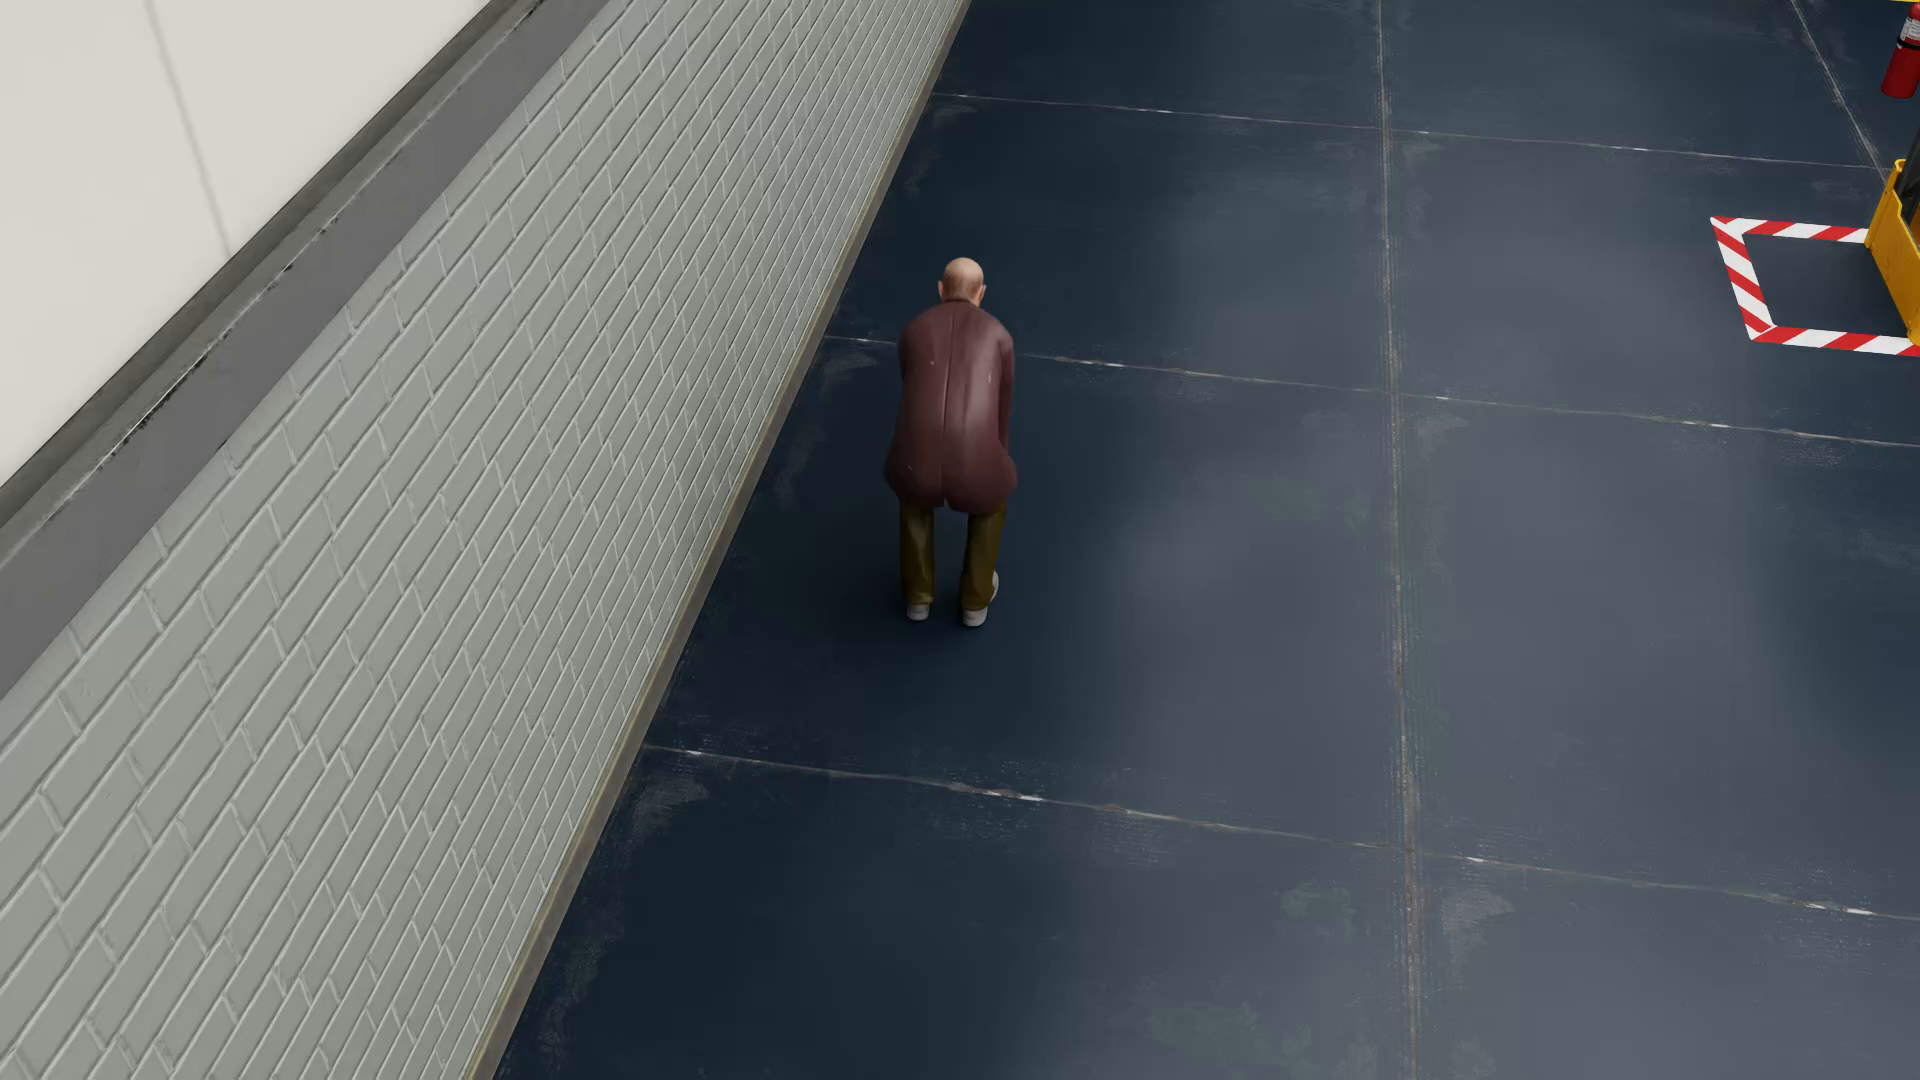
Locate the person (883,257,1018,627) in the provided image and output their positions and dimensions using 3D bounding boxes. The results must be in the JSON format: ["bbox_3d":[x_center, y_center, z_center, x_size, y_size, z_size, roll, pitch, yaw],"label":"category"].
[{"bbox_3d":[-0.014,-0.393,6.947,0.562,1.382,0.876,5,40,6],"label":"person"}]
